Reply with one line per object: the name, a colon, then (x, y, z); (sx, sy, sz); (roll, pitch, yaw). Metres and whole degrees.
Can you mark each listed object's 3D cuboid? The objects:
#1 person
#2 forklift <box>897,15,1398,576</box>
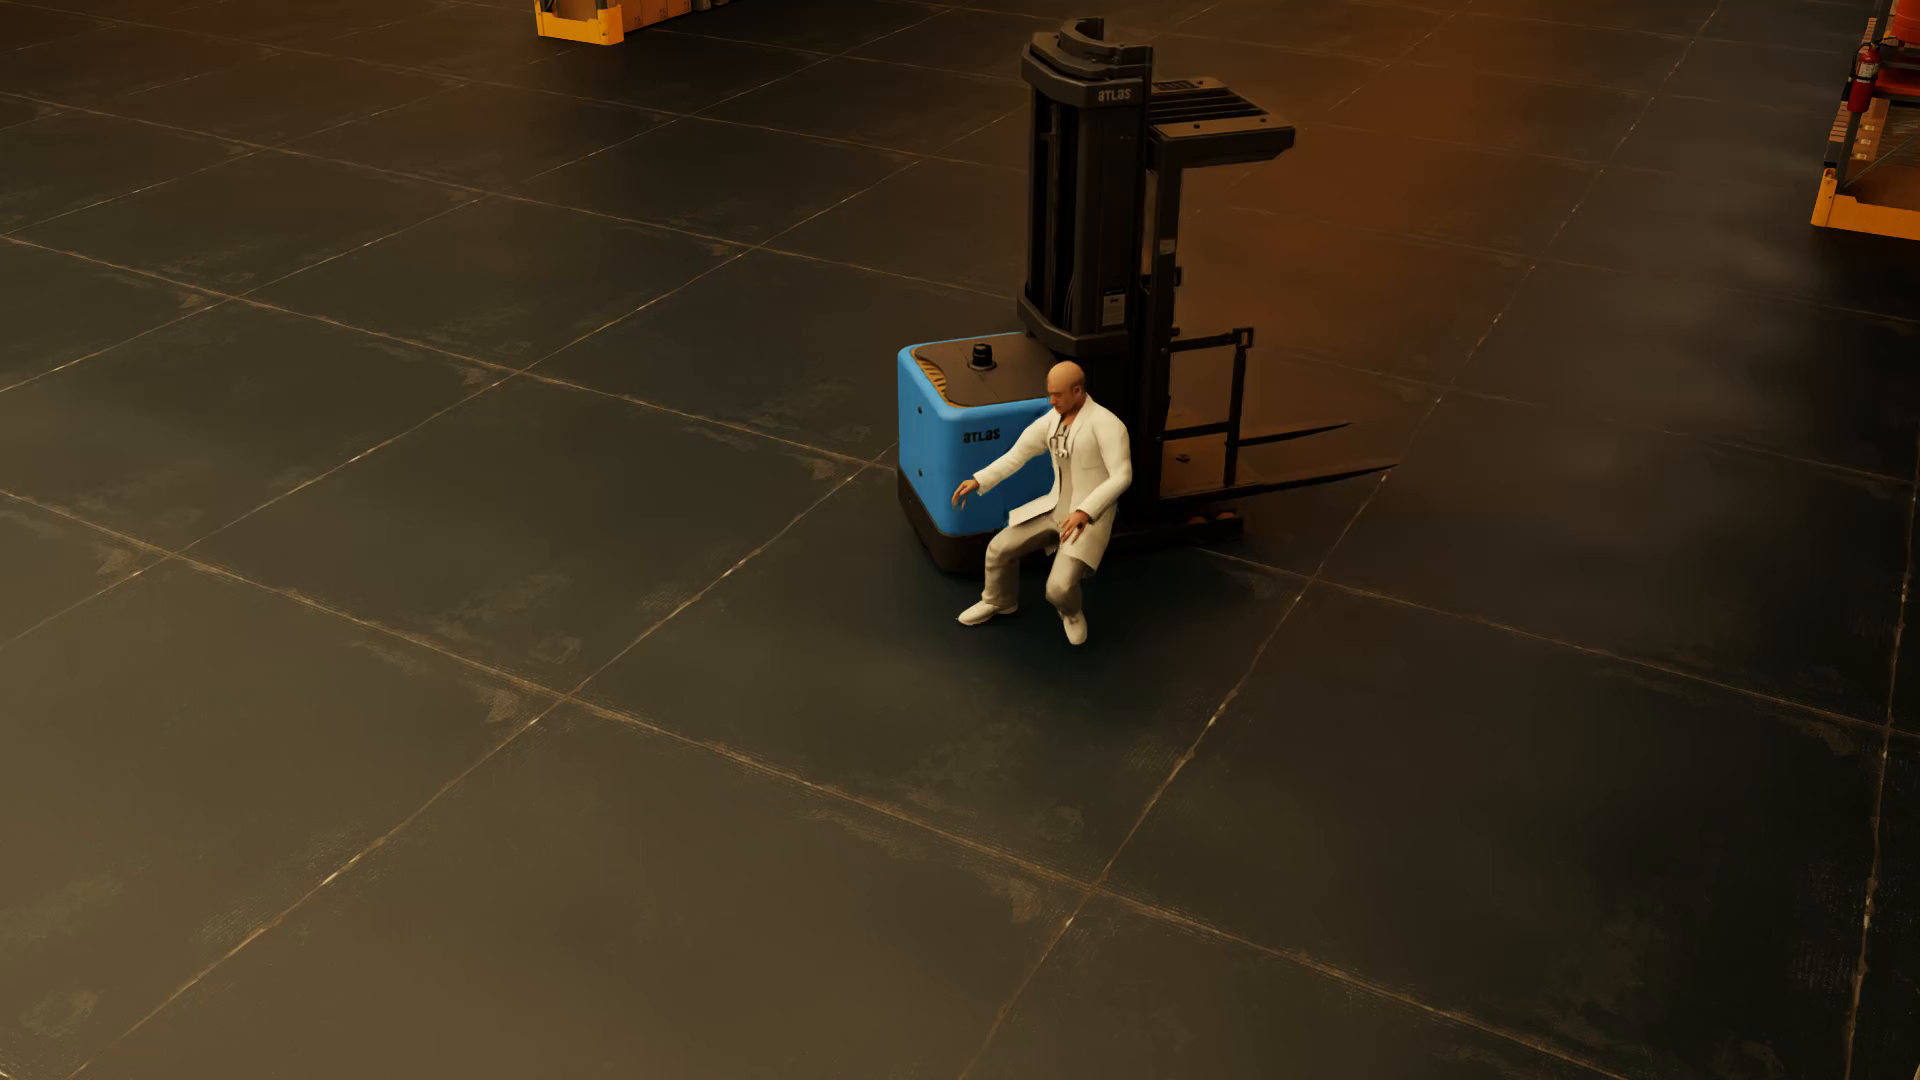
person: (0.419, -0.130, 8.643); (0.768, 1.586, 0.871); (-20, 36, -31)
forklift: (1.191, -1.483, 9.640); (3.031, 2.935, 1.130); (-9, 31, -15)
